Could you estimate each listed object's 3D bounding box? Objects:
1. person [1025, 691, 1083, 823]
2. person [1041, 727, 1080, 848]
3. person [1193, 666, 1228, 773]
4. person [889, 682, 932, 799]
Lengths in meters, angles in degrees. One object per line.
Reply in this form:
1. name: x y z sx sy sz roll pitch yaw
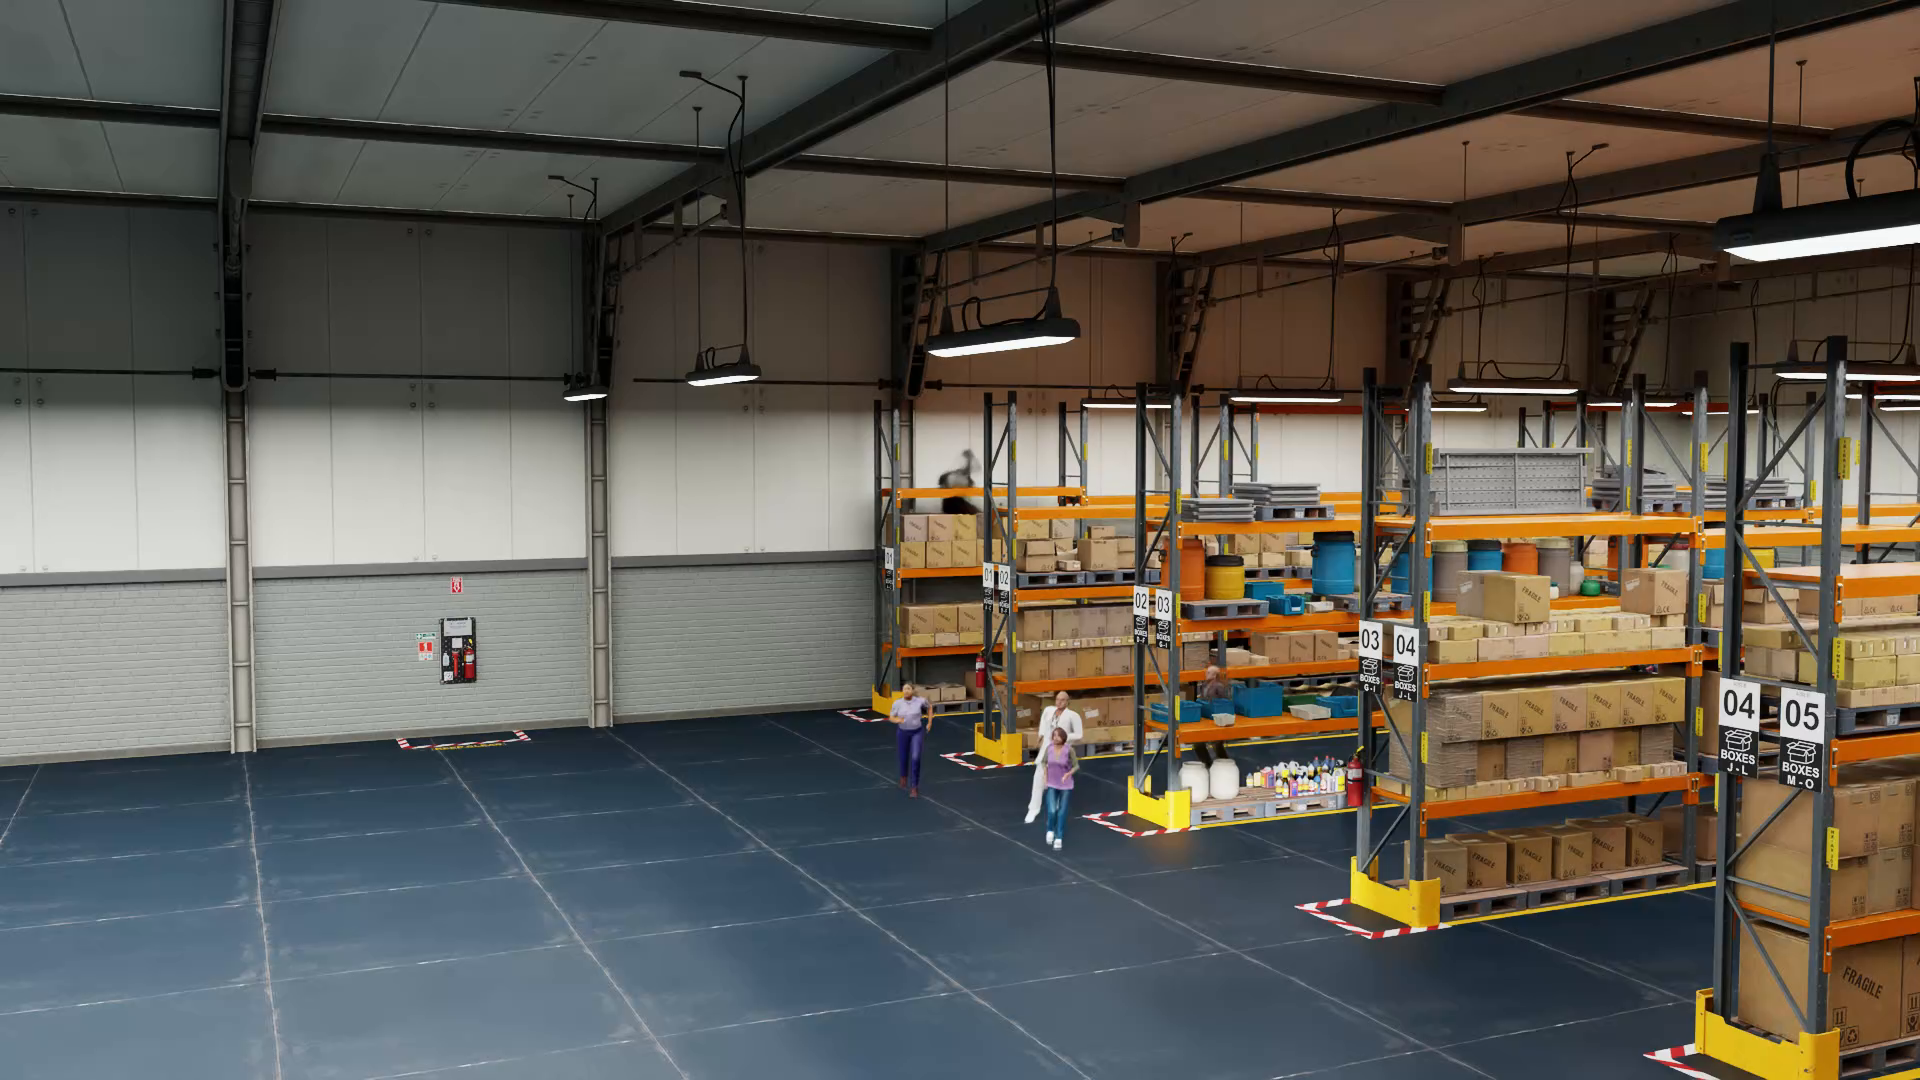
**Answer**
1. person: 1.378 2.969 22.861 0.719 1.816 0.914 2 4 26
2. person: 1.255 3.151 21.081 0.519 1.566 0.564 1 3 10
3. person: 3.845 2.822 25.338 0.787 1.821 0.658 -2 4 -31
4. person: -0.725 2.924 24.544 0.611 1.697 0.882 0 3 5
